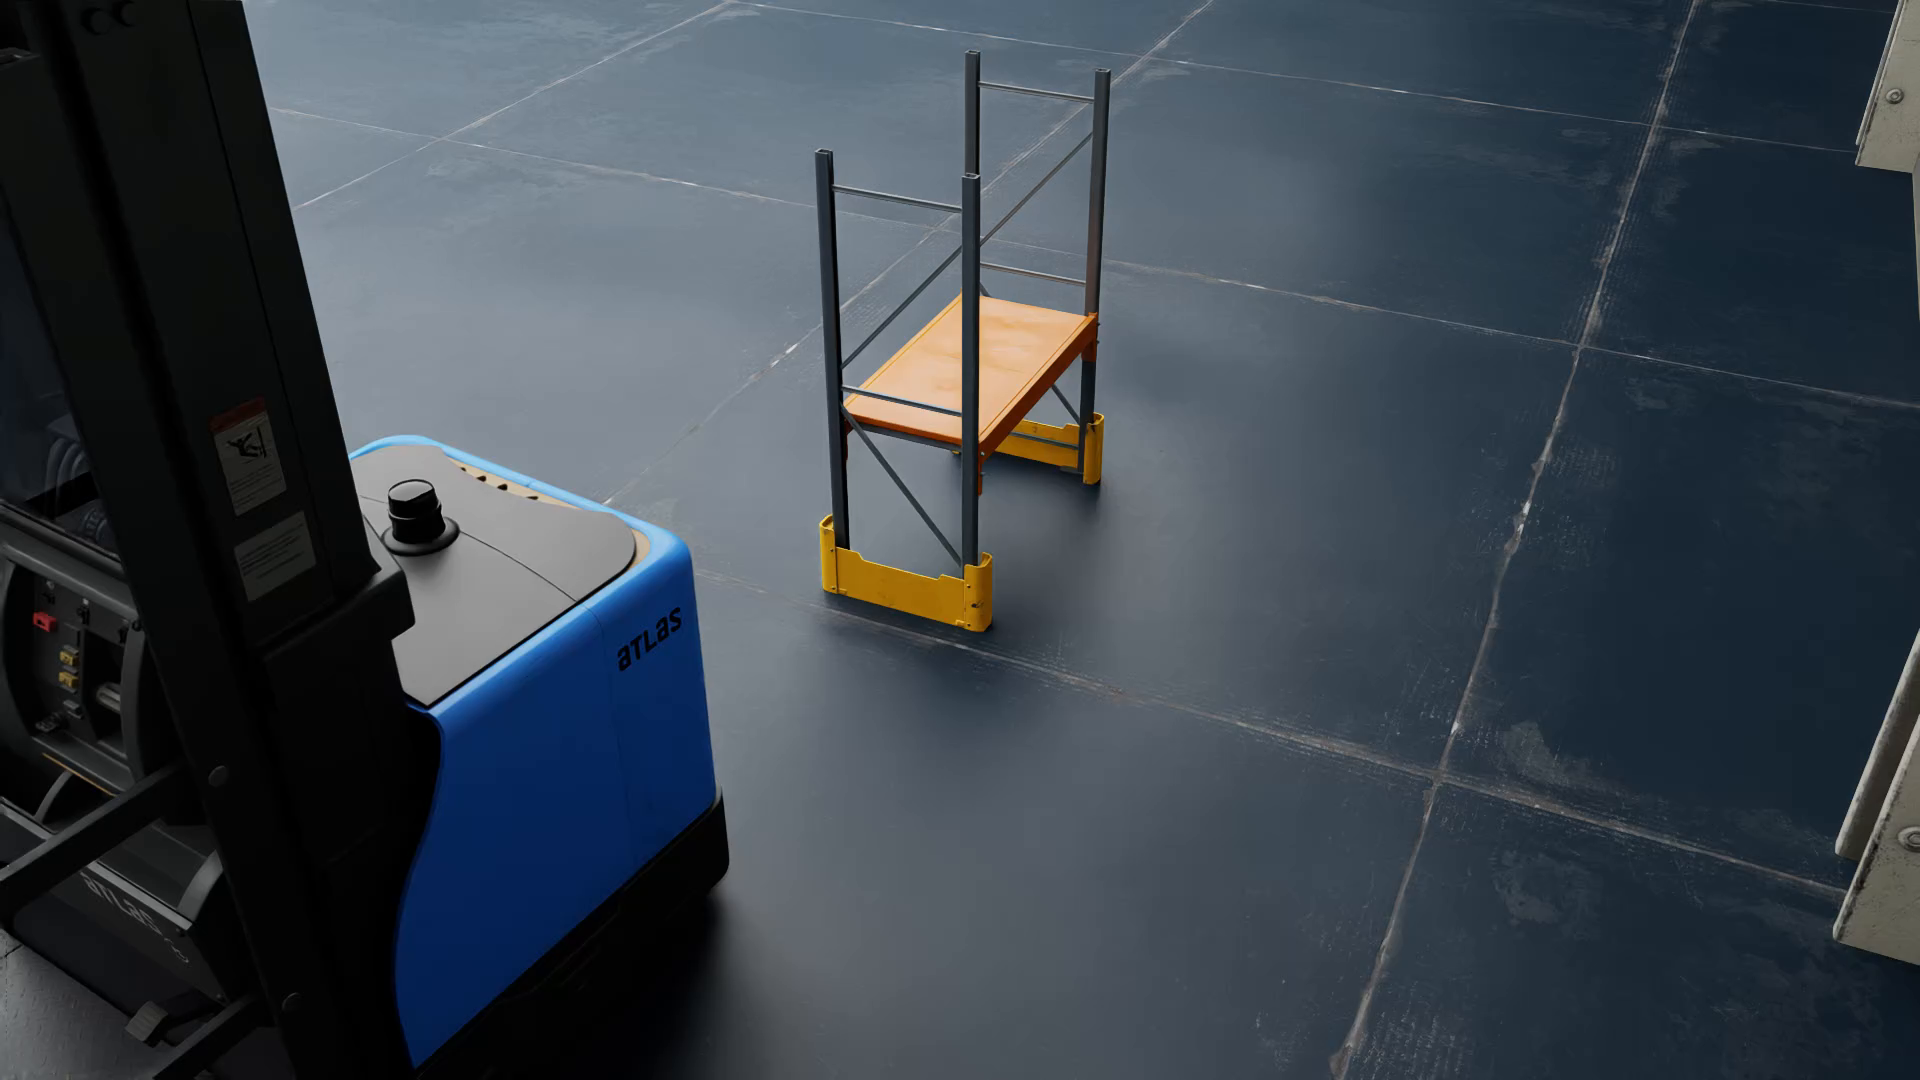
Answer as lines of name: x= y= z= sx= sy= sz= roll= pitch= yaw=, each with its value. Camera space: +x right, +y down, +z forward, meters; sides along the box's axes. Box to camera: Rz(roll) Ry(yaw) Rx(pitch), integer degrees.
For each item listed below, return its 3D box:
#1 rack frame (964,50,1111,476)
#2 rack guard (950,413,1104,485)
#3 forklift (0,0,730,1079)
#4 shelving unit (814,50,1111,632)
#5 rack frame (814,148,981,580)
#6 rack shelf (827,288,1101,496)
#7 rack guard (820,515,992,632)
rack frame: x=0.248 y=-0.923 z=5.790 sx=0.500 sy=1.500 sz=0.032 roll=14 pitch=36 yaw=20
rack guard: x=0.240 y=-0.391 z=6.118 sx=0.587 sy=0.250 sz=0.087 roll=14 pitch=36 yaw=20
forklift: x=-1.819 y=0.205 z=2.765 sx=1.130 sy=2.935 sz=3.031 roll=19 pitch=38 yaw=27
shelving unit: x=0.032 y=-0.665 z=5.397 sx=0.587 sy=1.500 sz=1.083 roll=14 pitch=36 yaw=20
rack frame: x=-0.177 y=-0.417 z=5.017 sx=0.500 sy=1.500 sz=0.032 roll=14 pitch=36 yaw=20
rack shelf: x=0.036 y=-0.519 z=5.502 sx=0.538 sy=0.185 sz=1.000 roll=14 pitch=36 yaw=20
rack guard: x=-0.176 y=0.106 z=5.361 sx=0.587 sy=0.250 sz=0.087 roll=14 pitch=36 yaw=20
